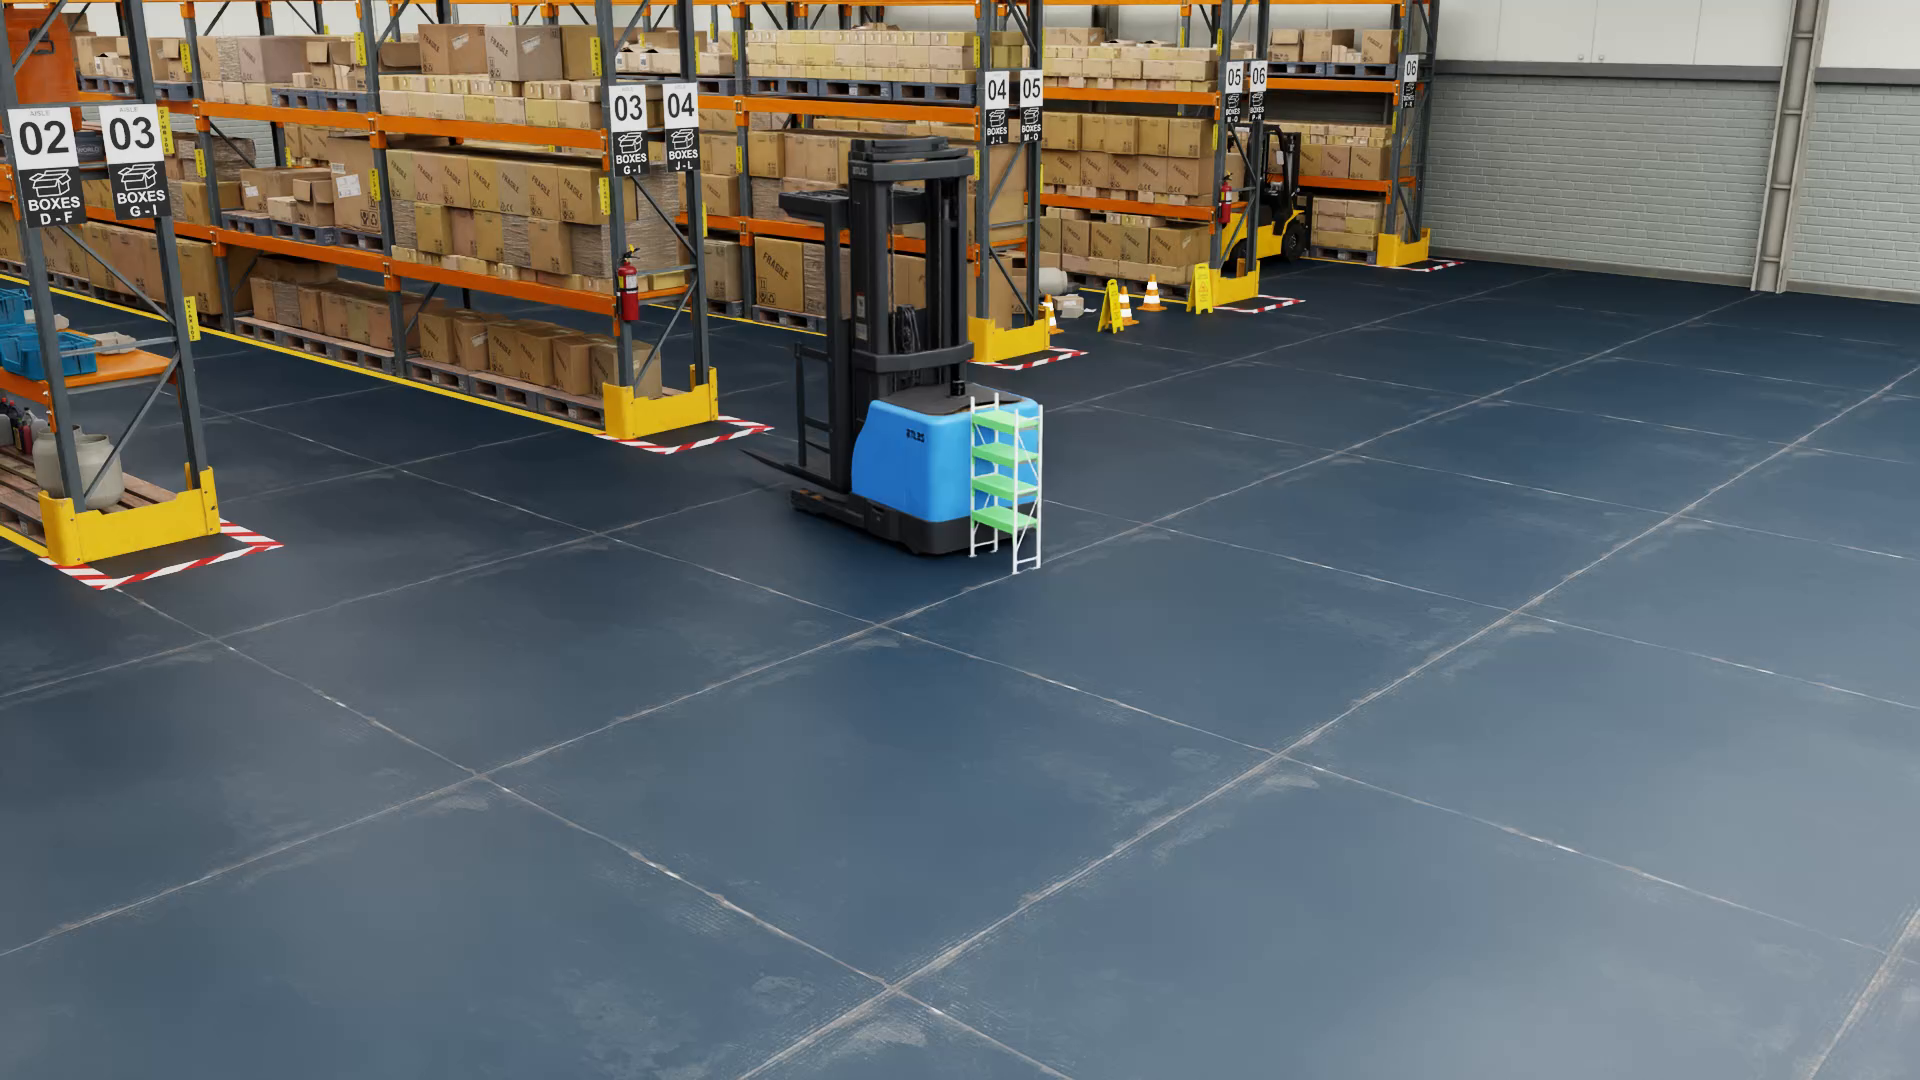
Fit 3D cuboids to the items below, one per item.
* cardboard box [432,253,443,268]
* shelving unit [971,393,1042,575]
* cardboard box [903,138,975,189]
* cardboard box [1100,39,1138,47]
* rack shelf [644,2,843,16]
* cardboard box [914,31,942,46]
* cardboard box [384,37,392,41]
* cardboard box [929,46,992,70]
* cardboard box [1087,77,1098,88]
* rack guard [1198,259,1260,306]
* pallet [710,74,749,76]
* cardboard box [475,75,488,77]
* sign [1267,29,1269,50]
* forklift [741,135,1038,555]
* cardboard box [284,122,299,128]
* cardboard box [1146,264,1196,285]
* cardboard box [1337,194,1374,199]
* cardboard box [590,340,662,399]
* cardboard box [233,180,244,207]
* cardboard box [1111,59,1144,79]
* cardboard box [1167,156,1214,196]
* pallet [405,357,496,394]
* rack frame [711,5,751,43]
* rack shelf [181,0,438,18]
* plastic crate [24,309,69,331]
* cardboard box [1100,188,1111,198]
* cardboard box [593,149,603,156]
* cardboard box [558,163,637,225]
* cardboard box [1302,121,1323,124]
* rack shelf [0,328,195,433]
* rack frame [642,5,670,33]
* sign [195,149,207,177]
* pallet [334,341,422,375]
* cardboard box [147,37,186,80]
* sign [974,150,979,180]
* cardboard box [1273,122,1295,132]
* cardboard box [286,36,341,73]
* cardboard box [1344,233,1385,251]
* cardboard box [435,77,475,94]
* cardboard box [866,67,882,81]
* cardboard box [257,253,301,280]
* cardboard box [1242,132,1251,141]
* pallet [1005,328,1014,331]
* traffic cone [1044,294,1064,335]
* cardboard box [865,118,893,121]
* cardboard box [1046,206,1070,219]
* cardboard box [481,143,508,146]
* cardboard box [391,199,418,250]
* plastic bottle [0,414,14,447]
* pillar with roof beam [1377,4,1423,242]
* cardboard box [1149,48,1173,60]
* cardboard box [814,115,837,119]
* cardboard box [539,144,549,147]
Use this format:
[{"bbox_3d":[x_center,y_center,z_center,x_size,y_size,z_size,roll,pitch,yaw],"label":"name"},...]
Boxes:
[{"bbox_3d":[-5.265,-2.939,17.330,0.250,0.149,0.380,15,23,39],"label":"cardboard box"},{"bbox_3d":[0.326,-0.406,11.908,0.258,1.200,0.503,-13,22,-36],"label":"shelving unit"},{"bbox_3d":[-0.168,-4.373,19.400,0.550,0.550,0.875,15,23,39],"label":"cardboard box"},{"bbox_3d":[2.789,-8.561,28.957,0.500,0.311,0.500,14,22,37],"label":"cardboard box"},{"bbox_3d":[-3.713,-9.088,28.223,4.000,0.370,1.077,15,23,39],"label":"rack shelf"},{"bbox_3d":[-0.298,-5.645,18.719,0.250,0.149,0.380,16,23,40],"label":"cardboard box"},{"bbox_3d":[-8.835,-7.811,26.069,0.250,0.149,0.380,14,22,37],"label":"cardboard box"},{"bbox_3d":[0.005,-5.397,18.597,0.500,0.250,0.500,15,23,40],"label":"cardboard box"},{"bbox_3d":[2.000,-6.439,23.399,0.250,0.149,0.380,15,23,40],"label":"cardboard box"},{"bbox_3d":[3.709,-3.578,23.060,0.348,0.500,1.175,15,23,39],"label":"rack guard"},{"bbox_3d":[-3.572,-8.042,28.345,1.213,0.211,1.003,16,24,42],"label":"pallet"},{"bbox_3d":[-4.761,-4.709,17.122,0.250,0.149,0.380,14,22,38],"label":"cardboard box"},{"bbox_3d":[4.126,-6.724,22.435,0.005,0.325,0.100,15,23,39],"label":"sign"},{"bbox_3d":[-0.703,-1.671,13.032,1.130,2.935,3.031,-13,22,-36],"label":"forklift"},{"bbox_3d":[-11.251,-7.343,28.479,0.500,0.500,0.500,15,23,39],"label":"cardboard box"},{"bbox_3d":[2.965,-3.750,23.321,0.500,0.250,0.500,15,23,39],"label":"cardboard box"},{"bbox_3d":[6.448,-5.483,27.129,0.500,0.250,0.500,15,23,39],"label":"cardboard box"},{"bbox_3d":[-3.268,-1.650,16.291,0.500,0.500,0.500,-13,22,-36],"label":"cardboard box"},{"bbox_3d":[-8.978,-4.325,21.117,0.500,0.500,0.500,16,24,41],"label":"cardboard box"},{"bbox_3d":[2.438,-6.501,22.934,0.500,0.250,0.500,16,24,41],"label":"cardboard box"},{"bbox_3d":[3.177,-4.991,22.721,0.500,0.500,0.500,15,23,38],"label":"cardboard box"},{"bbox_3d":[-5.278,-1.860,18.122,1.213,0.211,1.003,15,23,39],"label":"pallet"},{"bbox_3d":[-4.909,-11.950,35.390,0.127,3.000,1.000,15,23,39],"label":"rack frame"},{"bbox_3d":[-7.299,-6.043,18.627,4.000,0.370,1.077,15,23,39],"label":"rack shelf"},{"bbox_3d":[-7.708,-1.801,13.762,0.437,0.136,0.530,15,23,39],"label":"plastic crate"},{"bbox_3d":[2.214,-4.973,23.737,0.250,0.149,0.380,15,23,39],"label":"cardboard box"},{"bbox_3d":[-4.719,-5.551,23.326,0.500,0.500,0.700,15,23,38],"label":"cardboard box"},{"bbox_3d":[-3.387,-3.233,15.530,0.500,0.500,0.500,15,23,39],"label":"cardboard box"},{"bbox_3d":[5.811,-6.810,27.381,0.250,0.149,0.380,15,23,40],"label":"cardboard box"},{"bbox_3d":[-7.595,-1.450,13.413,4.000,0.370,1.077,15,23,39],"label":"rack shelf"},{"bbox_3d":[-5.209,-10.023,29.319,0.127,3.000,1.000,15,23,39],"label":"rack frame"},{"bbox_3d":[-9.161,-4.544,20.058,0.005,0.325,0.100,15,23,39],"label":"sign"},{"bbox_3d":[-6.387,-2.142,19.013,1.213,0.211,1.003,15,23,39],"label":"pallet"},{"bbox_3d":[-10.003,-6.056,20.916,0.500,0.500,0.500,17,24,42],"label":"cardboard box"},{"bbox_3d":[0.186,-4.159,18.452,0.005,0.325,0.100,15,23,39],"label":"sign"},{"bbox_3d":[5.322,-6.762,27.231,0.250,0.149,0.380,15,23,39],"label":"cardboard box"},{"bbox_3d":[-7.521,-5.592,19.322,0.500,0.500,0.500,16,23,40],"label":"cardboard box"},{"bbox_3d":[6.497,-4.791,26.600,0.500,0.250,0.500,15,23,40],"label":"cardboard box"},{"bbox_3d":[-4.978,-4.519,16.522,0.250,0.149,0.380,14,23,38],"label":"cardboard box"},{"bbox_3d":[-0.867,-5.417,19.320,0.250,0.149,0.380,15,23,40],"label":"cardboard box"},{"bbox_3d":[-8.274,-3.367,20.426,0.500,0.250,0.500,16,24,41],"label":"cardboard box"},{"bbox_3d":[4.869,-6.698,27.520,0.250,0.149,0.380,15,23,39],"label":"cardboard box"},{"bbox_3d":[-0.094,-2.428,19.913,1.213,0.211,1.003,15,23,39],"label":"pallet"},{"bbox_3d":[1.102,-2.833,20.773,0.334,0.463,0.336,15,23,39],"label":"traffic cone"},{"bbox_3d":[-1.299,-6.621,27.163,0.500,0.500,0.500,15,23,38],"label":"cardboard box"},{"bbox_3d":[1.476,-4.793,24.294,0.250,0.149,0.380,16,24,41],"label":"cardboard box"},{"bbox_3d":[-6.859,-5.785,24.620,0.250,0.149,0.380,15,23,39],"label":"cardboard box"},{"bbox_3d":[-5.508,-3.401,17.711,0.500,0.500,0.875,15,23,39],"label":"cardboard box"},{"bbox_3d":[-8.354,-0.965,14.470,0.135,0.276,0.152,15,23,39],"label":"plastic bottle"},{"bbox_3d":[4.278,-8.107,23.282,0.400,9.000,9.100,15,23,39],"label":"pillar with roof beam"},{"bbox_3d":[2.791,-6.616,22.637,0.250,0.149,0.380,15,23,40],"label":"cardboard box"},{"bbox_3d":[-2.424,-7.039,28.016,0.500,0.500,0.500,14,22,37],"label":"cardboard box"},{"bbox_3d":[-6.028,-5.825,24.744,0.250,0.149,0.380,15,23,39],"label":"cardboard box"}]
